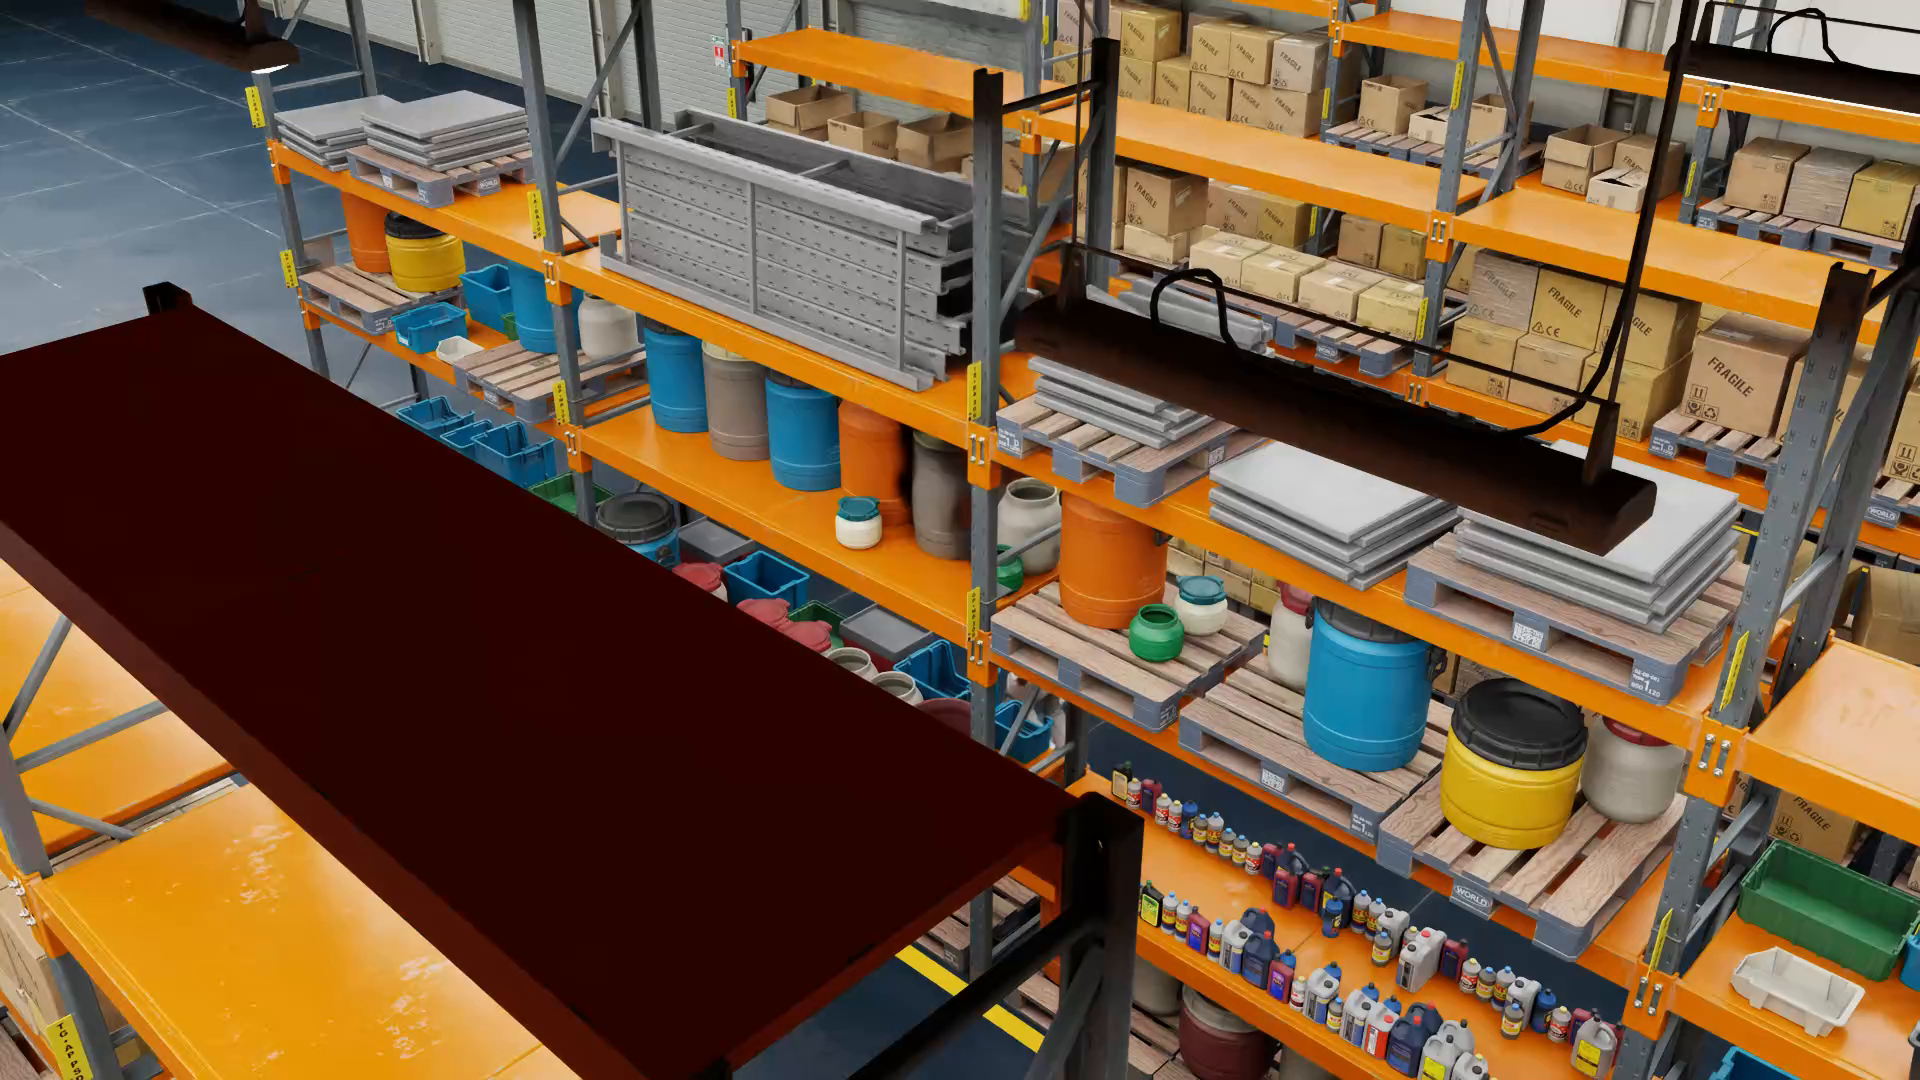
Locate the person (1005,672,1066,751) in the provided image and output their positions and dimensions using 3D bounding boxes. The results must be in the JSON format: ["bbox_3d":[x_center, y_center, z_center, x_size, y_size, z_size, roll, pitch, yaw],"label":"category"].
[{"bbox_3d":[0.637,0.985,12.688,0.688,1.743,0.686,-24,37,-36],"label":"person"}]
